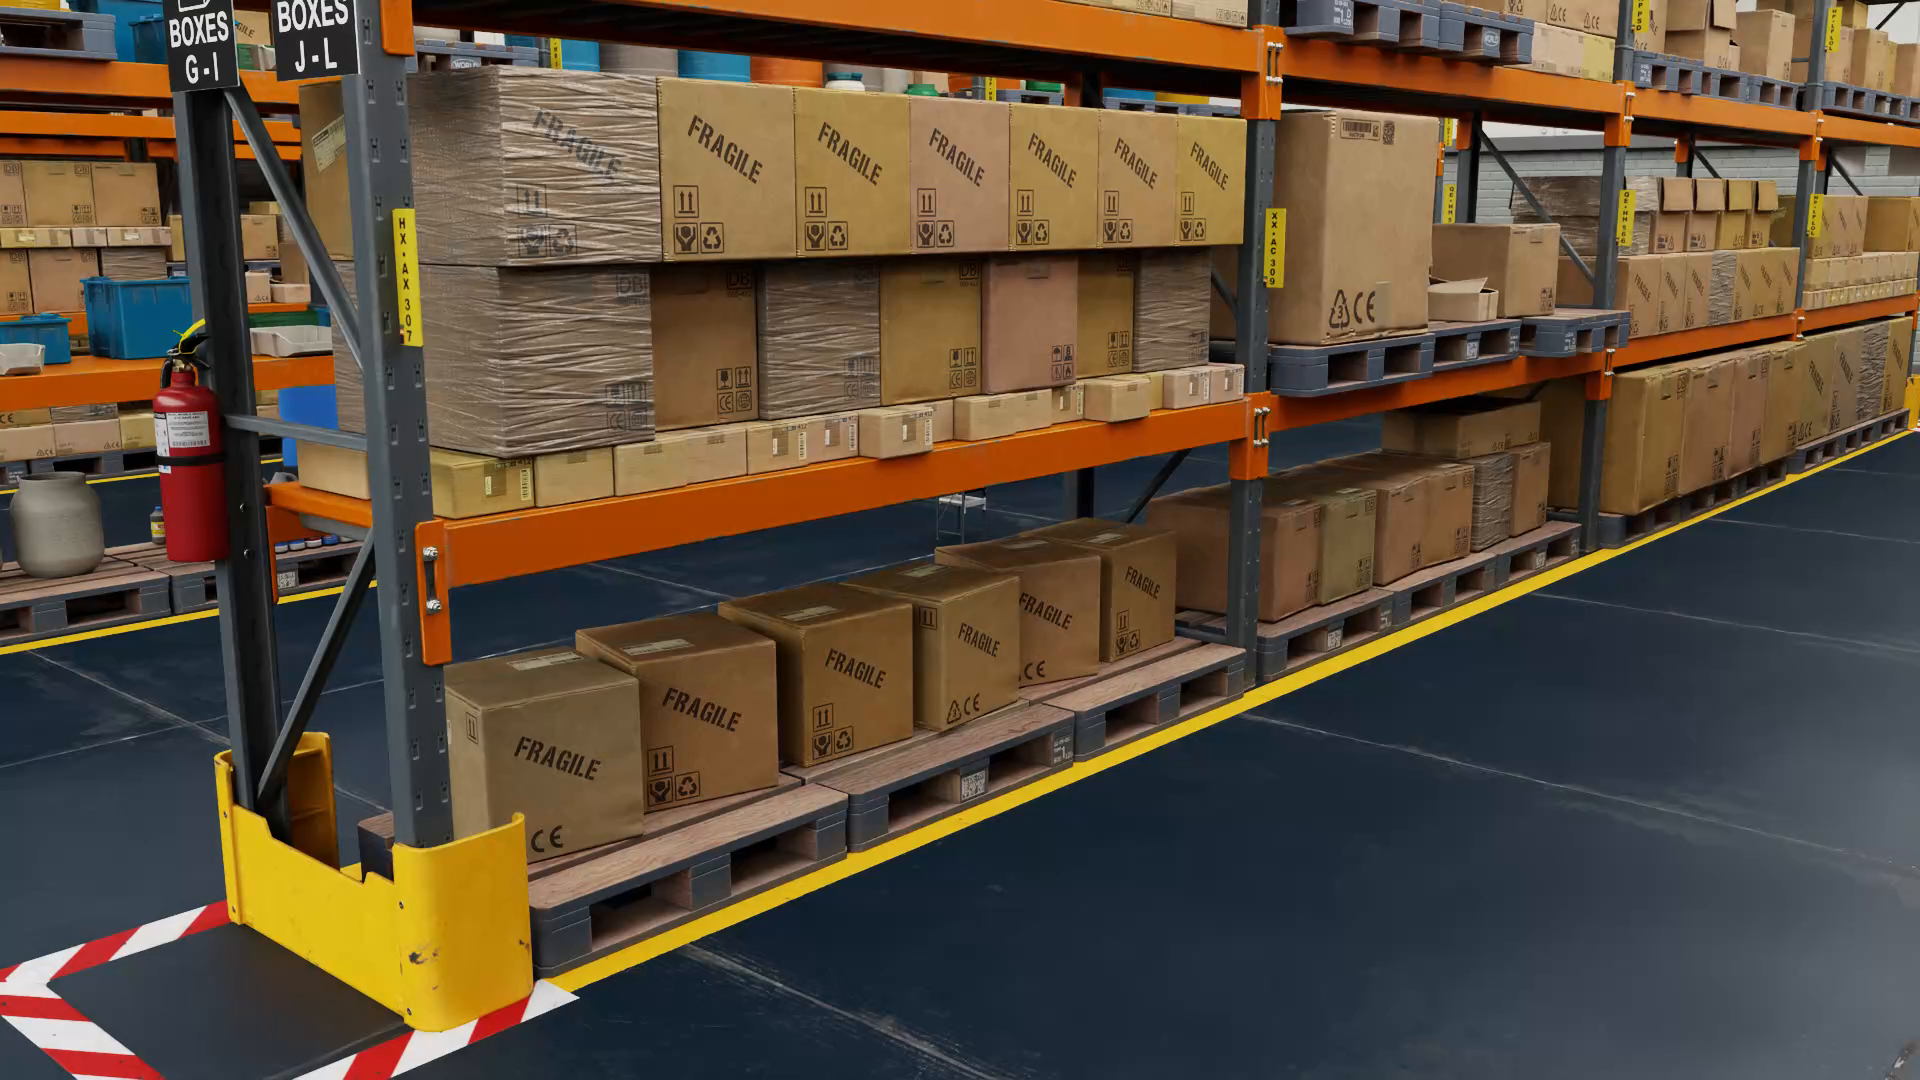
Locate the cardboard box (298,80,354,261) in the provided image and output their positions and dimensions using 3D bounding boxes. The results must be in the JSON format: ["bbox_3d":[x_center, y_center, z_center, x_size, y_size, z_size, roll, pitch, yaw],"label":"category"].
[{"bbox_3d":[-1.563,-1.076,4.870,0.500,0.500,0.500,10,15,40],"label":"cardboard box"}]

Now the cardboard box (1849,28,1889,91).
[{"bbox_3d":[7.463,-4.078,14.229,0.700,0.500,0.500,11,15,43],"label":"cardboard box"}]

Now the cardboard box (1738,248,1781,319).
[{"bbox_3d":[5.746,-1.916,12.391,0.500,0.500,0.500,10,15,42],"label":"cardboard box"}]

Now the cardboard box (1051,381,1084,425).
[{"bbox_3d":[0.252,-0.538,6.386,0.380,0.149,0.250,10,15,40],"label":"cardboard box"}]

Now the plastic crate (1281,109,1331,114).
[{"bbox_3d":[3.487,-4.238,16.944,0.497,0.269,0.590,10,15,40],"label":"plastic crate"}]

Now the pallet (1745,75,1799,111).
[{"bbox_3d":[5.613,-3.279,12.299,0.805,0.209,1.217,9,14,38],"label":"pallet"}]

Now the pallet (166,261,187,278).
[{"bbox_3d":[-8.897,-2.985,18.489,1.003,0.211,1.213,10,15,40],"label":"pallet"}]

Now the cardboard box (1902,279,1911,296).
[{"bbox_3d":[8.664,-2.375,15.585,0.380,0.149,0.250,10,15,41],"label":"cardboard box"}]

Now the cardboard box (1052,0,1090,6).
[{"bbox_3d":[0.111,-2.011,5.848,0.500,0.250,0.500,10,15,40],"label":"cardboard box"}]

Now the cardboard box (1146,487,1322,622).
[{"bbox_3d":[1.322,0.056,8.029,0.700,0.500,0.500,8,14,36],"label":"cardboard box"}]

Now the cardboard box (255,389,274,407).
[{"bbox_3d":[-6.079,-1.309,14.121,0.500,0.311,0.500,10,15,41],"label":"cardboard box"}]

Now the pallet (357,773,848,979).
[{"bbox_3d":[-1.127,0.964,5.347,1.003,0.211,1.213,10,15,40],"label":"pallet"}]

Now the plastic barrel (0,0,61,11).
[{"bbox_3d":[-4.803,-2.871,8.217,0.600,0.588,0.600,0,11,0],"label":"plastic barrel"}]

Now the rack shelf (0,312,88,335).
[{"bbox_3d":[-7.859,-1.500,12.401,1.077,0.370,4.000,10,15,40],"label":"rack shelf"}]

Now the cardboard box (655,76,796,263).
[{"bbox_3d":[-0.837,-1.081,4.898,0.500,0.500,0.500,10,15,40],"label":"cardboard box"}]

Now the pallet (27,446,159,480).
[{"bbox_3d":[-7.095,-0.668,13.518,1.003,0.211,1.213,10,15,40],"label":"pallet"}]

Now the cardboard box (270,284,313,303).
[{"bbox_3d":[-5.800,-2.128,14.349,0.380,0.149,0.250,10,15,40],"label":"cardboard box"}]

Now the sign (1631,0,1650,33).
[{"bbox_3d":[3.947,-3.109,9.638,0.100,0.325,0.005,10,15,40],"label":"sign"}]

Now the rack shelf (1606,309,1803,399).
[{"bbox_3d":[4.861,-1.396,11.879,1.077,0.370,4.000,10,15,40],"label":"rack shelf"}]

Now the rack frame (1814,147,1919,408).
[{"bbox_3d":[8.822,-2.632,16.228,1.000,3.000,0.127,10,15,40],"label":"rack frame"}]

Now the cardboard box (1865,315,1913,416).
[{"bbox_3d":[8.459,-1.691,15.872,0.875,0.875,0.875,10,15,40],"label":"cardboard box"}]

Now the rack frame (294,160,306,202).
[{"bbox_3d":[-7.622,-3.376,19.954,1.000,3.000,0.127,10,15,40],"label":"rack frame"}]

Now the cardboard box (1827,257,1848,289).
[{"bbox_3d":[7.020,-2.223,13.807,0.500,0.250,0.500,10,15,40],"label":"cardboard box"}]

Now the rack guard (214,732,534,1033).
[{"bbox_3d":[-1.690,0.937,4.743,1.175,0.500,0.348,10,15,40],"label":"rack guard"}]

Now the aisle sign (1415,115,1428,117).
[{"bbox_3d":[5.369,-4.519,19.043,0.394,0.787,0.004,10,15,40],"label":"aisle sign"}]

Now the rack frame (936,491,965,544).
[{"bbox_3d":[-0.062,-0.428,10.554,0.240,0.900,0.006,10,15,40],"label":"rack frame"}]

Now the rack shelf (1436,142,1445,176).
[{"bbox_3d":[3.781,-4.096,17.738,1.077,0.370,4.000,10,15,40],"label":"rack shelf"}]

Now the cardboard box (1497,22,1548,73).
[{"bbox_3d":[2.760,-2.602,8.805,0.500,0.250,0.500,10,15,42],"label":"cardboard box"}]

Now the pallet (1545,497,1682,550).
[{"bbox_3d":[4.118,-0.193,11.140,1.003,0.211,1.213,10,15,40],"label":"pallet"}]

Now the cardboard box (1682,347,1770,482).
[{"bbox_3d":[5.185,-0.979,12.306,1.225,0.875,0.875,9,14,38],"label":"cardboard box"}]

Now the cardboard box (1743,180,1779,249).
[{"bbox_3d":[5.766,-2.489,12.698,0.797,0.503,0.637,9,15,39],"label":"cardboard box"}]

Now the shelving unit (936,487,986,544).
[{"bbox_3d":[0.005,-0.442,10.629,0.258,0.900,0.210,10,15,40],"label":"shelving unit"}]

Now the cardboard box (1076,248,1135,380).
[{"bbox_3d":[0.200,-0.934,6.713,0.875,0.500,0.500,10,15,40],"label":"cardboard box"}]

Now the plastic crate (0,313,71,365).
[{"bbox_3d":[-4.922,-1.052,8.700,0.499,0.251,0.408,10,15,40],"label":"plastic crate"}]

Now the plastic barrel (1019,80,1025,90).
[{"bbox_3d":[0.418,-3.881,14.105,0.301,0.262,0.301,0,11,0],"label":"plastic barrel"}]

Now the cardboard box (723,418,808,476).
[{"bbox_3d":[-0.697,-0.310,5.246,0.380,0.149,0.250,10,15,40],"label":"cardboard box"}]

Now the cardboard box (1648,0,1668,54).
[{"bbox_3d":[4.393,-3.418,11.179,0.500,0.500,0.500,11,16,43],"label":"cardboard box"}]

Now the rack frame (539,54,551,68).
[{"bbox_3d":[-2.820,-1.506,10.595,1.000,3.000,0.127,10,15,40],"label":"rack frame"}]

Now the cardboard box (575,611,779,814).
[{"bbox_3d":[-0.946,0.560,5.558,0.500,0.500,0.500,-7,13,-33],"label":"cardboard box"}]

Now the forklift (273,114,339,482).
[{"bbox_3d":[-4.398,-1.951,12.995,1.130,2.935,3.031,-1,11,-3],"label":"forklift"}]

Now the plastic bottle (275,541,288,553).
[{"bbox_3d":[-3.803,-0.073,9.259,0.097,0.271,0.097,0,11,0],"label":"plastic bottle"}]

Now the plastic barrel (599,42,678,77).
[{"bbox_3d":[-2.216,-3.422,11.249,0.600,0.901,0.600,0,11,0],"label":"plastic barrel"}]

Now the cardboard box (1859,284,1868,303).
[{"bbox_3d":[7.654,-2.150,14.458,0.380,0.149,0.250,9,15,39],"label":"cardboard box"}]

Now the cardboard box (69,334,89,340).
[{"bbox_3d":[-9.500,-2.321,18.016,0.500,0.250,0.500,9,15,39],"label":"cardboard box"}]

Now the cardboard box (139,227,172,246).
[{"bbox_3d":[-6.557,-2.447,13.392,0.380,0.149,0.250,10,15,40],"label":"cardboard box"}]

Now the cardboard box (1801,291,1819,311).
[{"bbox_3d":[6.626,-1.920,13.309,0.380,0.149,0.250,10,15,40],"label":"cardboard box"}]

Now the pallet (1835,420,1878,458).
[{"bbox_3d":[7.547,-0.958,14.967,1.003,0.211,1.213,10,15,40],"label":"pallet"}]

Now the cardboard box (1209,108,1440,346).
[{"bbox_3d":[1.530,-1.465,7.783,1.000,1.000,1.000,10,15,41],"label":"cardboard box"}]

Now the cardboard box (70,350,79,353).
[{"bbox_3d":[-7.404,-1.270,13.446,0.500,0.500,0.500,10,15,40],"label":"cardboard box"}]

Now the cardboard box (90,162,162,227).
[{"bbox_3d":[-6.827,-2.766,13.336,0.700,0.500,0.500,10,15,41],"label":"cardboard box"}]

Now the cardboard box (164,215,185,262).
[{"bbox_3d":[-8.730,-3.384,18.617,0.700,0.500,0.500,10,15,40],"label":"cardboard box"}]
